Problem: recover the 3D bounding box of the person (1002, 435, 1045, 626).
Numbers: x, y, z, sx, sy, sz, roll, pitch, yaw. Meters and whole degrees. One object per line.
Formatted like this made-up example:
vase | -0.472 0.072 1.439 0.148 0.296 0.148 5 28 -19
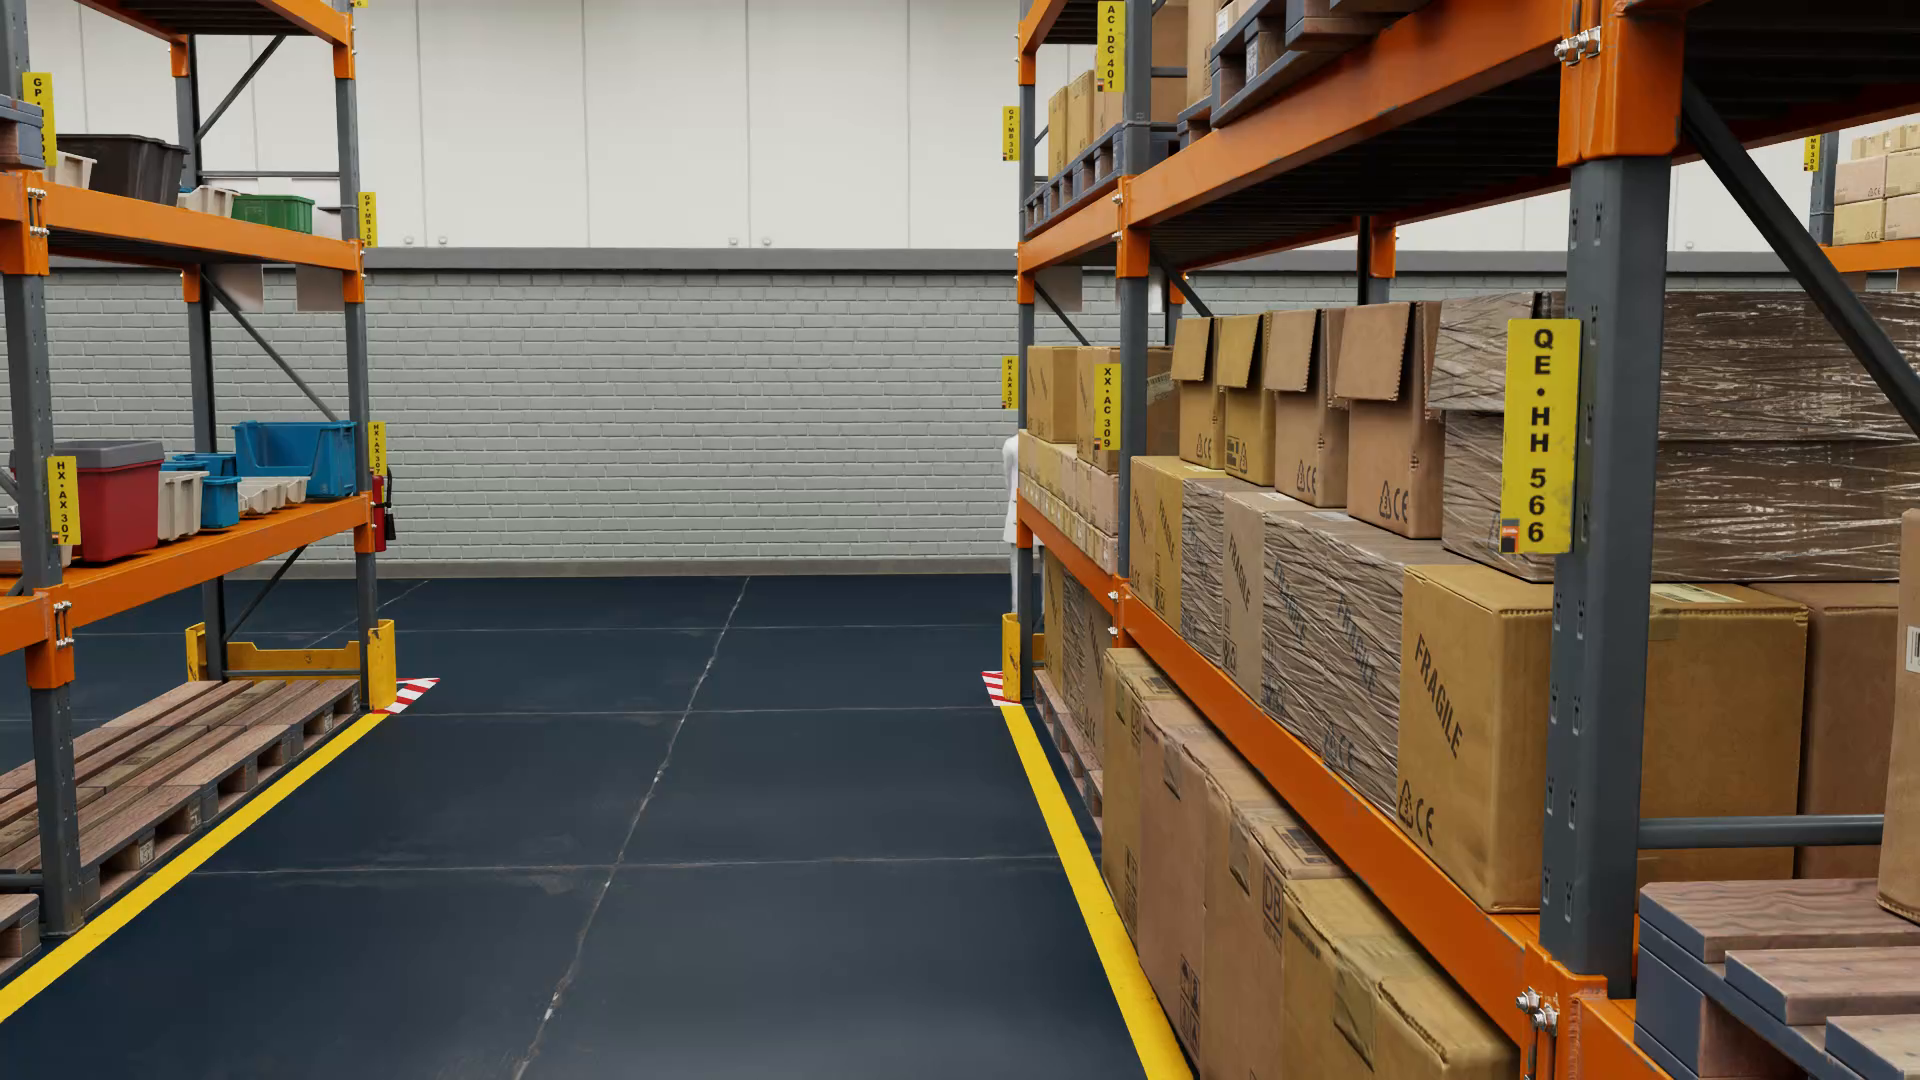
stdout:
person | 0.586 -0.166 13.124 0.529 1.682 0.553 0 7 -3
